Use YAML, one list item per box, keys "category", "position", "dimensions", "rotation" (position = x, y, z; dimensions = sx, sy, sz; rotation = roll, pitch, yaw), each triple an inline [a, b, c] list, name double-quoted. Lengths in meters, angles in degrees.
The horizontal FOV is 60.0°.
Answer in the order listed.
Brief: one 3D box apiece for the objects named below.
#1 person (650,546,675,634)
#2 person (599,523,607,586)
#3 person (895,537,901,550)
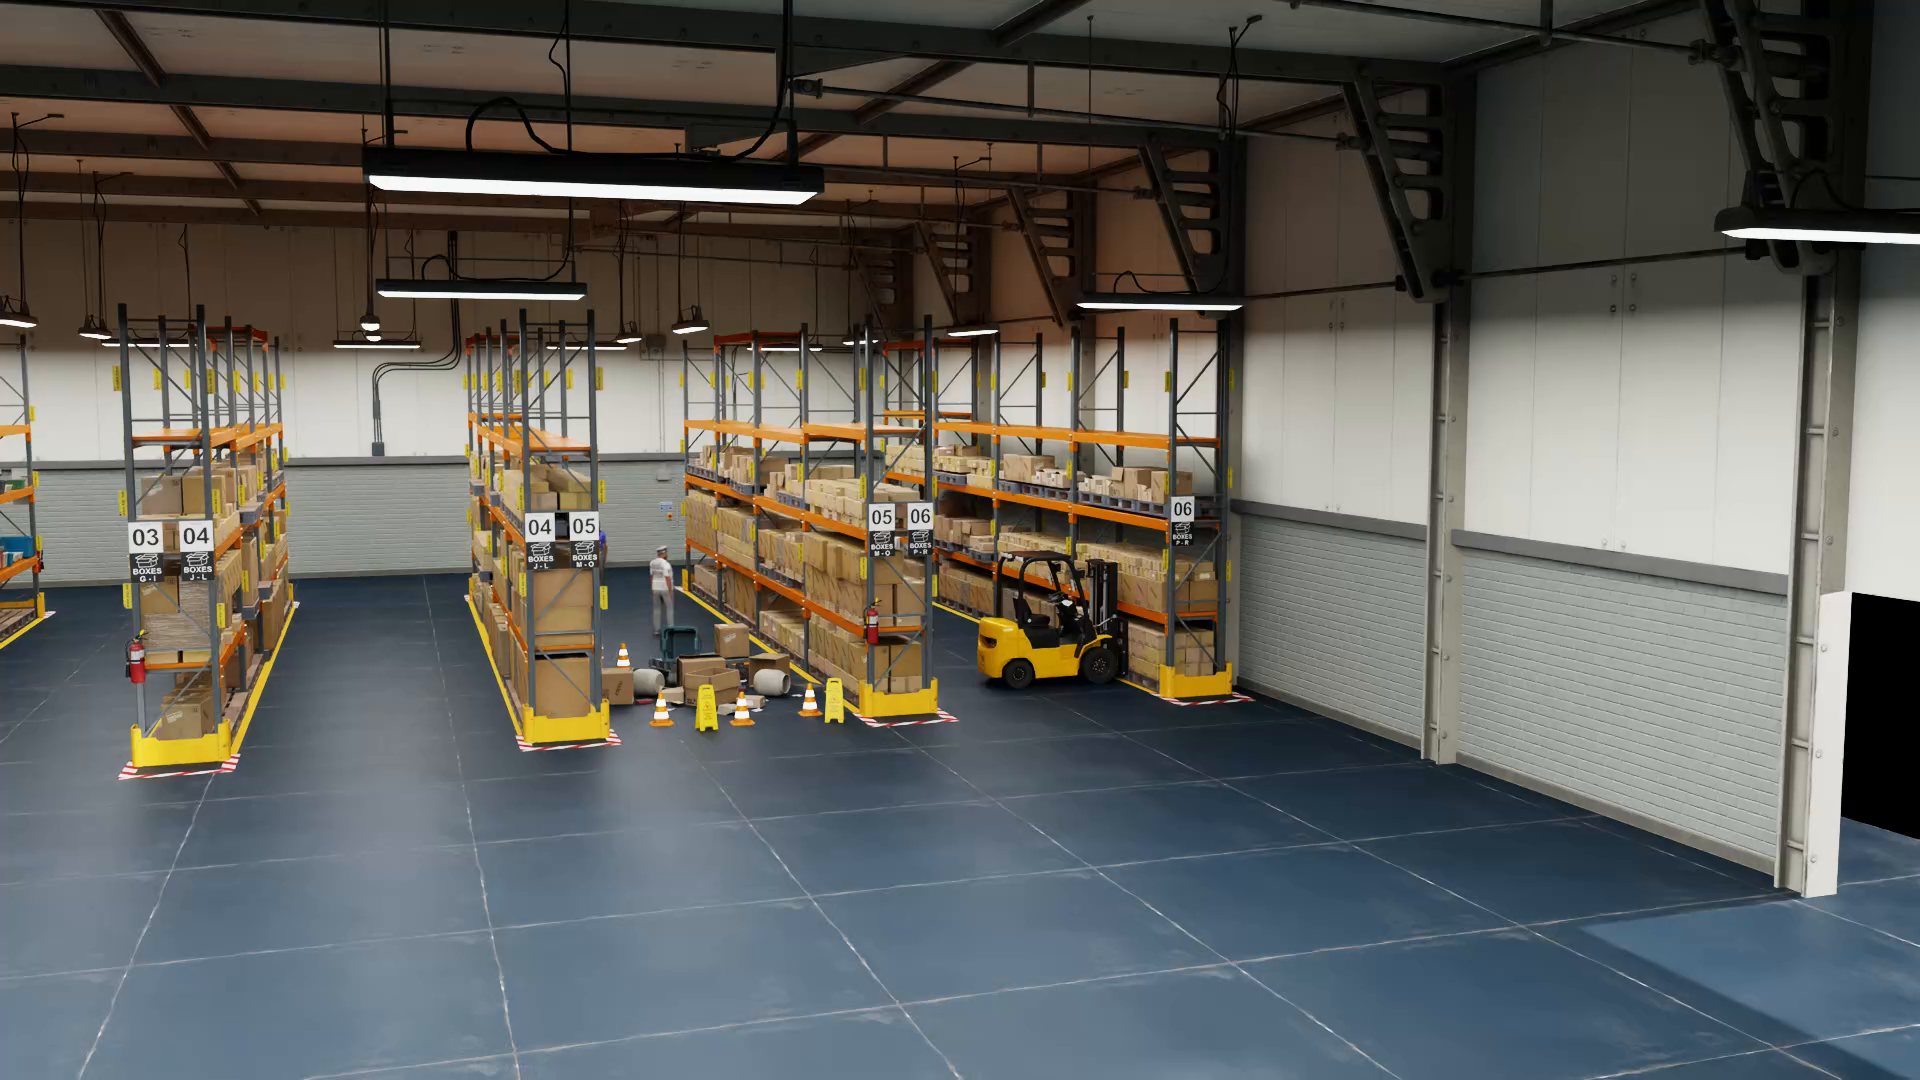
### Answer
- category: "person"
  position: [-5.902, 0.995, 33.016]
  dimensions: [0.566, 1.766, 0.434]
  rotation: [2, 6, 16]
- category: "person"
  position: [-8.819, 0.398, 40.294]
  dimensions: [0.528, 1.730, 0.345]
  rotation: [-1, 5, -5]
- category: "person"
  position: [-1.546, 0.509, 35.001]
  dimensions: [0.480, 1.814, 0.748]
  rotation: [-3, 6, -31]
